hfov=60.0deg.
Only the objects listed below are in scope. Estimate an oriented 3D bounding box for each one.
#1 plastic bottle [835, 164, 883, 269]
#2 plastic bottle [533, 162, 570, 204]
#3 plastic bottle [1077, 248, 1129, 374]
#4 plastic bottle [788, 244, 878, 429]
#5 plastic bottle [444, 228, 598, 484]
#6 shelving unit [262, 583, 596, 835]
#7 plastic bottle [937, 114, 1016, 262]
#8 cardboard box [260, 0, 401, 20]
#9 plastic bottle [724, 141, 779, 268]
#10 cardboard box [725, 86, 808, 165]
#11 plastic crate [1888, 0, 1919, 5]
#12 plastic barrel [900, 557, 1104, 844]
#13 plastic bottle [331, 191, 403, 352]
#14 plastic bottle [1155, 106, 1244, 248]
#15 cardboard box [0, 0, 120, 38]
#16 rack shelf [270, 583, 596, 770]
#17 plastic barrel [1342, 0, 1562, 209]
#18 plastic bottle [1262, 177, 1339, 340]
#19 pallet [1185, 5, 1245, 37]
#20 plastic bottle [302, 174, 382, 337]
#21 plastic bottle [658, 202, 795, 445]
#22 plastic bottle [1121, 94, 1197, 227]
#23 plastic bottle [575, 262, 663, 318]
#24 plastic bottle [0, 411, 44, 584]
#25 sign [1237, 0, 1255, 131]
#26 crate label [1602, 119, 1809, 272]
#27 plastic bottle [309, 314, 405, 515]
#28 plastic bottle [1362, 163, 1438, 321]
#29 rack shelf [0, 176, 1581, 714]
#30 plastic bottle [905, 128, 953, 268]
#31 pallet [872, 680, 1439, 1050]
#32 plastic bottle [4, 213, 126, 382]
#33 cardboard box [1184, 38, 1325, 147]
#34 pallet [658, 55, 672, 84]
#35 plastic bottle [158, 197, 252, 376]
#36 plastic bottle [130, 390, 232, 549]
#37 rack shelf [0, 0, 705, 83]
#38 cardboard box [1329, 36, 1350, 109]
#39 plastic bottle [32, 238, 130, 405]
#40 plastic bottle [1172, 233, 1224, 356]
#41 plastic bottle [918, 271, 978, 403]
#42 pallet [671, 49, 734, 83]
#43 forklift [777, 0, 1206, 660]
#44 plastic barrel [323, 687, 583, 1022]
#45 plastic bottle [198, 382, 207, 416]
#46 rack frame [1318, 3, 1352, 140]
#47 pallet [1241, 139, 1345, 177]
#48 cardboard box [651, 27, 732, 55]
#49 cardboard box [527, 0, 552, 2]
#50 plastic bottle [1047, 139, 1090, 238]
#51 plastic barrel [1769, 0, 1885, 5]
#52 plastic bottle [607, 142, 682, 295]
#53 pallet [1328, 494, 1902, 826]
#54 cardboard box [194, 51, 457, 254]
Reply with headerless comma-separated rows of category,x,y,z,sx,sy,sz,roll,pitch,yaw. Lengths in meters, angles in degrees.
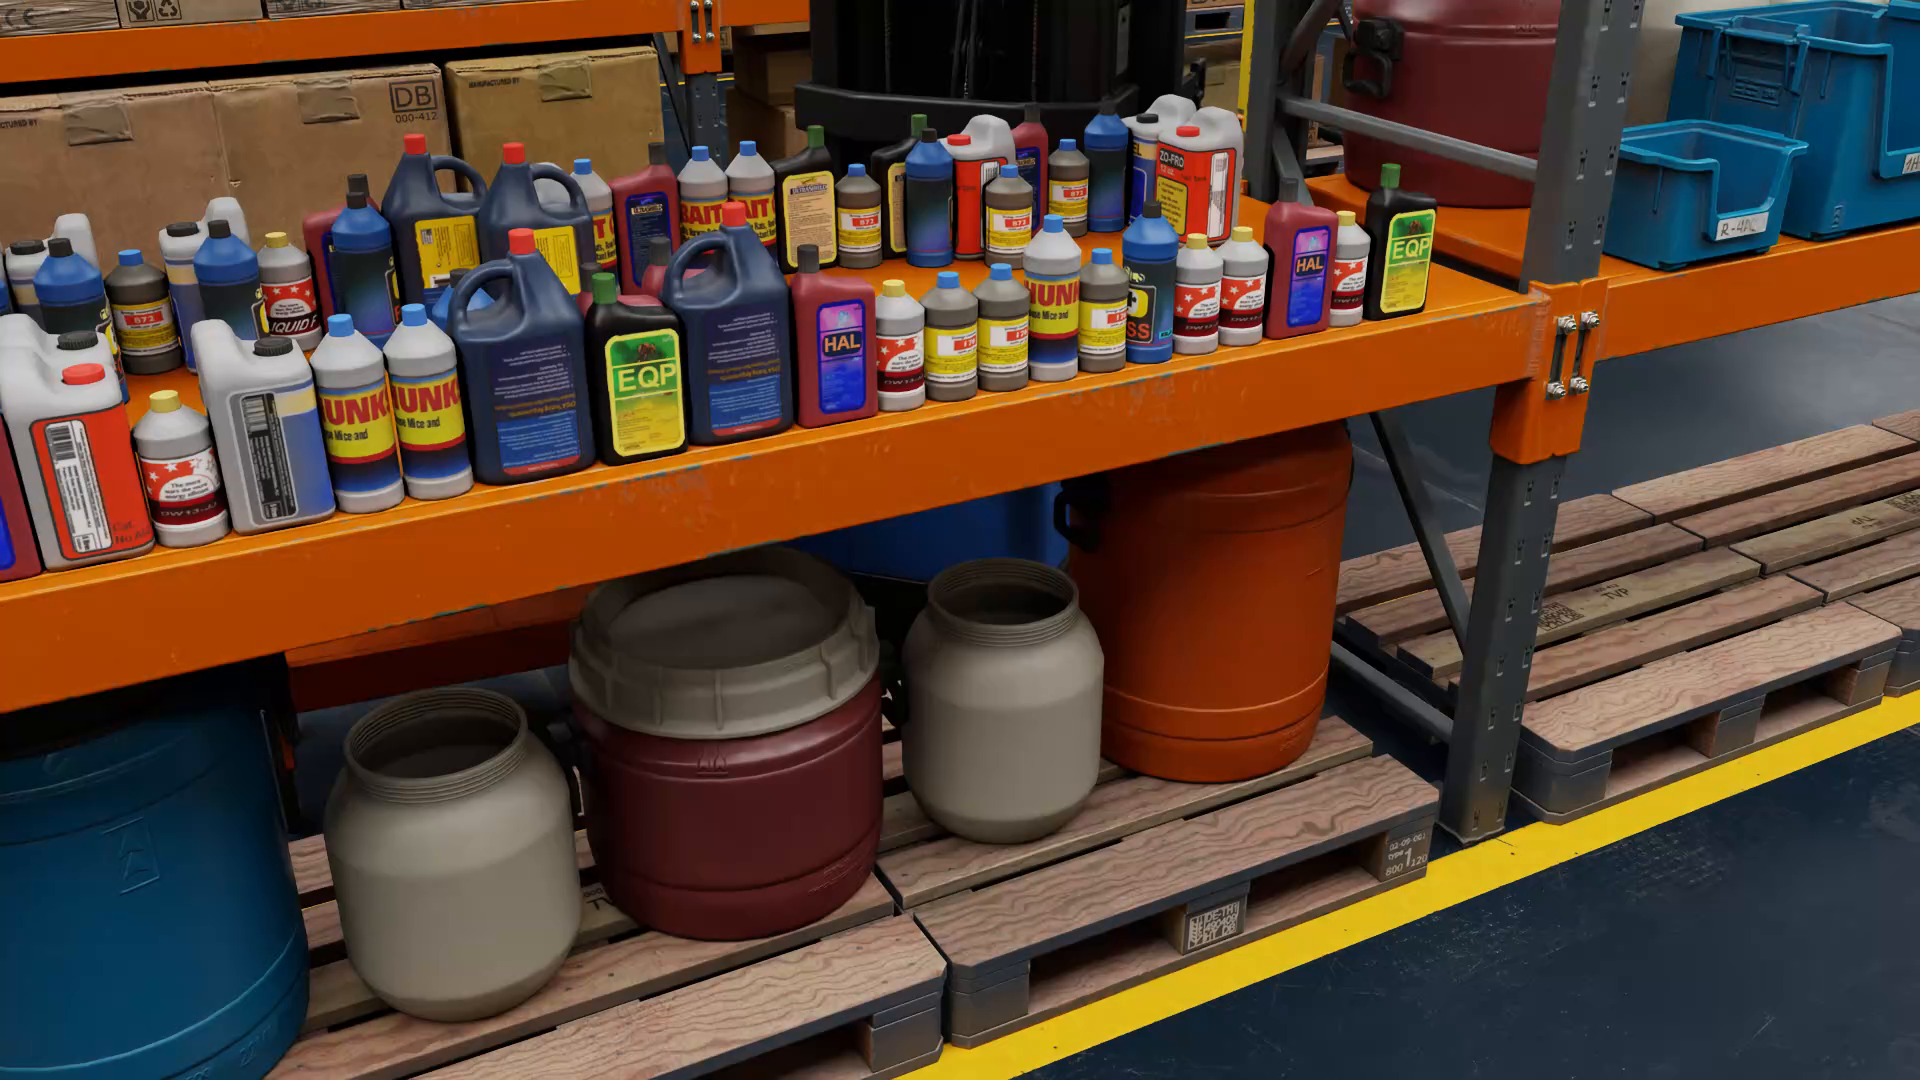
plastic bottle,-0.209,-0.665,3.398,0.097,0.201,0.097,0,26,0
plastic bottle,-0.791,-0.550,3.074,0.135,0.276,0.152,-13,29,-25
plastic bottle,0.239,-0.396,2.838,0.097,0.201,0.097,0,26,0
plastic bottle,-0.198,-0.323,2.591,0.133,0.283,0.061,-13,29,-25
plastic bottle,-0.639,-0.272,2.407,0.185,0.351,0.144,-13,29,-25
shelving unit,-1.144,-0.012,3.947,1.048,1.125,0.538,-10,30,-20
plastic bottle,0.024,-0.739,3.466,0.135,0.276,0.152,-13,29,-25
cardboard box,-2.582,-2.389,6.644,0.500,0.500,0.500,-14,29,-27
plastic bottle,-0.412,-0.649,3.285,0.097,0.271,0.097,0,26,0
cardboard box,-0.782,-1.961,8.247,0.500,0.500,0.700,-15,29,-28
plastic crate,2.536,-1.094,3.990,0.583,0.464,0.402,-13,29,-25
plastic barrel,0.087,0.334,3.478,0.421,0.512,0.421,0,26,0
plastic bottle,-1.041,-0.474,2.921,0.097,0.271,0.097,0,26,0
plastic bottle,0.504,-0.775,3.541,0.135,0.276,0.152,-13,29,-25
cardboard box,-3.485,-2.178,6.205,0.500,0.500,0.500,-14,29,-26
rack shelf,-1.148,0.203,4.062,1.000,0.278,0.538,-10,30,-20
plastic barrel,1.233,-1.125,3.970,0.708,0.536,0.600,-13,29,-25
plastic bottle,0.607,-0.508,2.978,0.133,0.283,0.061,-13,29,-25
pallet,1.706,-4.593,14.572,1.213,0.211,1.003,-13,29,-25
plastic bottle,-1.094,-0.506,2.973,0.133,0.283,0.061,-13,29,-25
plastic bottle,-0.358,-0.337,2.542,0.185,0.351,0.144,-13,29,-25
plastic bottle,0.433,-0.833,3.662,0.135,0.276,0.152,-13,29,-25
plastic bottle,-0.508,-0.281,2.505,0.133,0.283,0.061,-13,29,-25
plastic bottle,-1.255,-0.079,2.083,0.133,0.283,0.061,-13,29,-25
sign,0.701,-1.136,3.961,0.005,0.325,0.100,-13,29,-25
crate label,1.515,-0.721,3.479,0.416,0.233,0.303,-13,29,-25
plastic bottle,-0.838,-0.178,2.305,0.097,0.271,0.097,0,26,0
plastic bottle,0.810,-0.555,3.076,0.133,0.283,0.061,-13,29,-25
rack shelf,-0.798,-0.122,2.869,4.000,0.370,1.077,-13,29,-25
plastic bottle,-0.062,-0.700,3.391,0.097,0.271,0.097,0,26,0
pallet,0.290,0.580,3.798,1.213,0.211,1.003,-13,29,-25
plastic bottle,-1.481,-0.391,2.742,0.135,0.276,0.152,-13,29,-25
cardboard box,1.613,-2.514,9.401,0.500,0.500,0.700,-15,30,-29
pallet,-2.878,-3.535,12.368,1.213,0.211,1.003,-13,29,-25
plastic bottle,-1.277,-0.438,2.841,0.135,0.276,0.152,-13,29,-25
plastic bottle,-1.043,-0.100,2.221,0.097,0.201,0.097,0,26,0
rack shelf,-3.129,-2.013,6.809,4.000,0.370,1.077,-13,29,-25
cardboard box,2.537,-2.688,9.786,0.500,0.500,0.500,-14,29,-27
plastic bottle,-1.406,-0.345,2.652,0.097,0.271,0.097,0,26,0
plastic bottle,0.410,-0.435,2.920,0.097,0.201,0.097,0,26,0
plastic bottle,-0.019,-0.336,2.714,0.097,0.201,0.097,0,26,0
pallet,-1.803,-3.781,12.882,1.213,0.211,1.003,-13,29,-25
forklift,0.204,-1.576,5.146,1.130,2.935,3.031,9,27,17
plastic barrel,-0.910,0.564,2.999,0.421,0.512,0.421,0,26,0
plastic bottle,-1.029,-0.178,2.384,0.097,0.201,0.097,0,26,0
rack frame,2.165,-3.560,9.198,0.127,3.000,1.000,-13,29,-25
pallet,1.479,-2.143,9.470,1.213,0.211,1.003,-13,29,-25
cardboard box,-2.259,-4.104,12.446,0.750,0.750,1.050,-13,28,-24
cardboard box,-1.683,-2.595,7.073,0.500,0.500,0.500,-12,28,-24
plastic bottle,0.232,-0.766,3.610,0.097,0.201,0.097,0,26,0
plastic barrel,2.145,-1.281,4.323,0.421,0.512,0.421,0,26,0
plastic bottle,-0.608,-0.618,3.207,0.133,0.283,0.061,-13,29,-25
pallet,1.668,0.261,4.463,1.213,0.211,1.003,-13,29,-25
cardboard box,-2.773,-1.665,7.222,0.875,0.875,1.225,-13,29,-25
